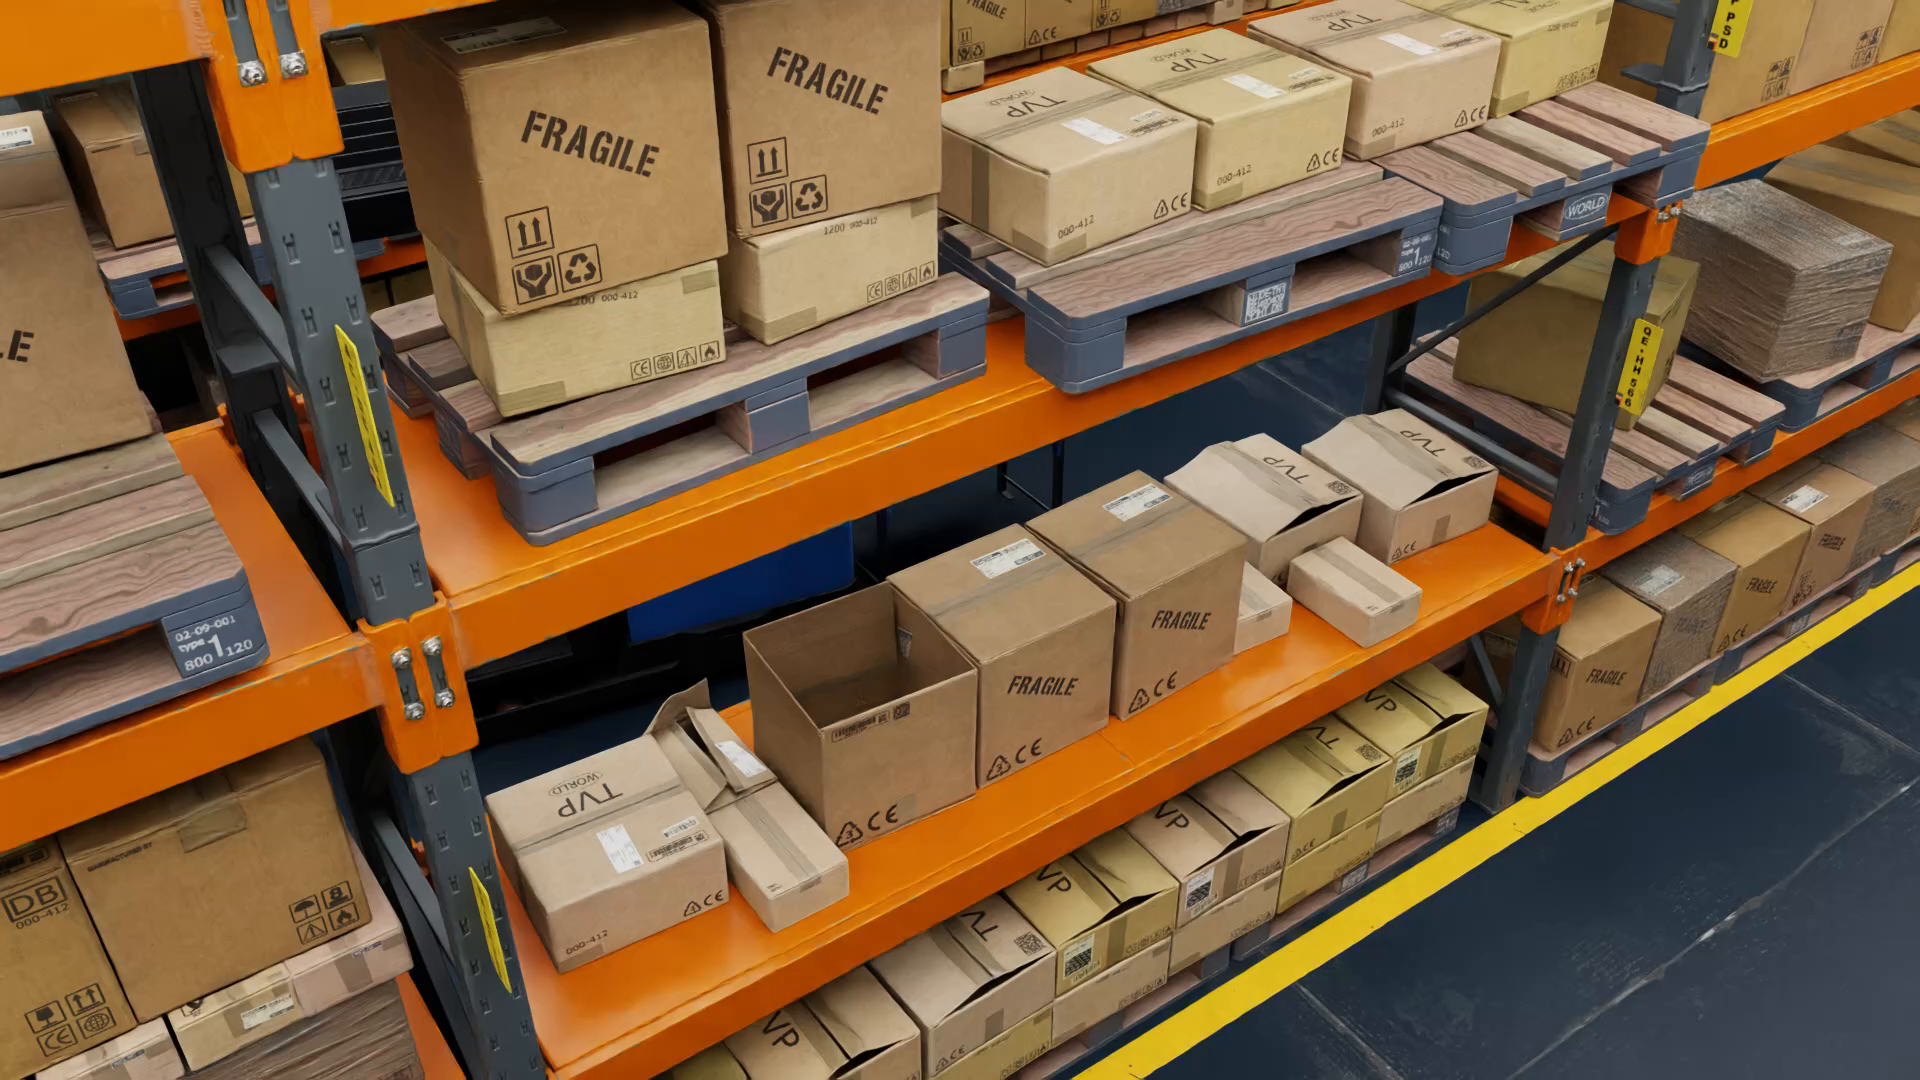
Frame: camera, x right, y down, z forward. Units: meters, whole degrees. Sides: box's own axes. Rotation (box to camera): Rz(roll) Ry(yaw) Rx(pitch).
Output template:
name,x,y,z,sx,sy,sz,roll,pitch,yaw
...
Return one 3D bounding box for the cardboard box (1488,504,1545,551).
name,x,y,z,sx,sy,sz,roll,pitch,yaw
cardboard box,2.542,0.047,7.379,0.500,0.500,0.500,-21,41,-26

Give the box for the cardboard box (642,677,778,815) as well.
name,x,y,z,sx,sy,sz,roll,pitch,yaw
cardboard box,-0.744,0.654,4.886,0.258,0.266,0.396,-23,42,-29

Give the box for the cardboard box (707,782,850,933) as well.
name,x,y,z,sx,sy,sz,roll,pitch,yaw
cardboard box,-0.515,0.885,4.666,0.250,0.149,0.380,-22,41,-28

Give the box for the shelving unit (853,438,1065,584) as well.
name,x,y,z,sx,sy,sz,roll,pitch,yaw
shelving unit,-0.070,-0.580,7.772,1.048,1.500,0.538,-22,41,-28

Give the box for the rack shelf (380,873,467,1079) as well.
name,x,y,z,sx,sy,sz,roll,pitch,yaw
rack shelf,-2.992,1.948,3.589,4.000,0.370,1.077,-22,41,-28

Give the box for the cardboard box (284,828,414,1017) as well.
name,x,y,z,sx,sy,sz,roll,pitch,yaw
cardboard box,-1.456,0.873,3.826,0.250,0.149,0.380,-22,41,-28

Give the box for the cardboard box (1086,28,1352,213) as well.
name,x,y,z,sx,sy,sz,roll,pitch,yaw
cardboard box,0.682,-1.138,4.463,0.500,0.250,0.500,-23,42,-29

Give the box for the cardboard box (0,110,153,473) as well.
name,x,y,z,sx,sy,sz,roll,pitch,yaw
cardboard box,-1.921,-0.459,3.185,0.500,0.500,0.500,-19,40,-24

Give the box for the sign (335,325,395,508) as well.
name,x,y,z,sx,sy,sz,roll,pitch,yaw
sign,-1.036,-0.212,2.897,0.005,0.325,0.100,-22,41,-28

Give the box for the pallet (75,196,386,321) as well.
name,x,y,z,sx,sy,sz,roll,pitch,yaw
pallet,-3.505,-1.490,7.916,1.213,0.211,1.003,-22,41,-28

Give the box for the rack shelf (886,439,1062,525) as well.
name,x,y,z,sx,sy,sz,roll,pitch,yaw
rack shelf,-0.070,-0.434,7.877,1.000,0.185,0.538,-22,41,-28

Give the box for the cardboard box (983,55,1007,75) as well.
name,x,y,z,sx,sy,sz,roll,pitch,yaw
cardboard box,0.070,-2.905,9.918,0.250,0.149,0.380,-23,42,-28

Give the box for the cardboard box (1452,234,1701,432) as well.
name,x,y,z,sx,sy,sz,roll,pitch,yaw
cardboard box,2.362,-0.839,6.402,0.700,0.500,0.500,23,41,28

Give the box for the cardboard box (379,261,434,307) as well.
name,x,y,z,sx,sy,sz,roll,pitch,yaw
cardboard box,-2.841,-1.430,8.791,0.500,0.250,0.500,-24,42,-29

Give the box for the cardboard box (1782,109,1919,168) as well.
name,x,y,z,sx,sy,sz,roll,pitch,yaw
cardboard box,4.140,-1.605,7.467,0.500,0.500,0.700,-16,39,-21

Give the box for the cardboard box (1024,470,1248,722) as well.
name,x,y,z,sx,sy,sz,roll,pitch,yaw
cardboard box,0.550,0.169,5.360,0.500,0.500,0.500,-25,42,-30

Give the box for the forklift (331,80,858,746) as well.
name,x,y,z,sx,sy,sz,roll,pitch,yaw
forklift,-2.025,-0.660,6.658,3.031,2.935,1.130,-15,38,-19

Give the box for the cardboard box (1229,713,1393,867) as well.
name,x,y,z,sx,sy,sz,roll,pitch,yaw
cardboard box,1.205,0.827,6.045,0.500,0.311,0.500,-23,42,-29

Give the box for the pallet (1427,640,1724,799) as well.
name,x,y,z,sx,sy,sz,roll,pitch,yaw
pallet,2.545,0.537,7.323,1.213,0.211,1.003,-22,41,-28

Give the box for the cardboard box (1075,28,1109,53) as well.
name,x,y,z,sx,sy,sz,roll,pitch,yaw
cardboard box,0.706,-3.153,10.263,0.250,0.149,0.380,-22,41,-28

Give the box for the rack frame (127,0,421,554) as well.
name,x,y,z,sx,sy,sz,roll,pitch,yaw
rack frame,-1.357,-1.452,2.562,0.127,3.000,1.000,-22,41,-28

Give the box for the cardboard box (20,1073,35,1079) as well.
name,x,y,z,sx,sy,sz,roll,pitch,yaw
cardboard box,-2.086,1.133,3.464,0.250,0.149,0.380,-22,41,-28

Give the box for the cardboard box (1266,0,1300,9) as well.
name,x,y,z,sx,sy,sz,roll,pitch,yaw
cardboard box,2.019,-3.632,10.929,0.250,0.149,0.380,-22,41,-27

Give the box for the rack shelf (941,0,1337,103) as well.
name,x,y,z,sx,sy,sz,roll,pitch,yaw
rack shelf,0.691,-3.106,10.616,4.000,0.370,1.077,-22,41,-28

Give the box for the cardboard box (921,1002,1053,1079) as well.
name,x,y,z,sx,sy,sz,roll,pitch,yaw
cardboard box,-0.044,1.565,5.501,0.500,0.250,0.500,-24,42,-29

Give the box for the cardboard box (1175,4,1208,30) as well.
name,x,y,z,sx,sy,sz,roll,pitch,yaw
cardboard box,1.362,-3.399,10.605,0.250,0.149,0.380,-22,41,-28

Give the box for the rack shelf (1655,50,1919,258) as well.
name,x,y,z,sx,sy,sz,roll,pitch,yaw
rack shelf,3.547,-1.961,6.454,4.000,0.370,1.077,-22,41,-28

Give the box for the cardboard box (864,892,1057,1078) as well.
name,x,y,z,sx,sy,sz,roll,pitch,yaw
cardboard box,-0.041,1.341,5.332,0.500,0.311,0.500,-24,42,-29

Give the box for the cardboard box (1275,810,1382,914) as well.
name,x,y,z,sx,sy,sz,roll,pitch,yaw
cardboard box,1.204,1.052,6.214,0.500,0.250,0.500,-23,42,-28

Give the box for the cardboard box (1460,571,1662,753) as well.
name,x,y,z,sx,sy,sz,roll,pitch,yaw
cardboard box,2.449,0.457,6.809,0.500,0.500,0.500,-21,41,-26

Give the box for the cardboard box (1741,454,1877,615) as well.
name,x,y,z,sx,sy,sz,roll,pitch,yaw
cardboard box,3.710,-0.066,7.537,0.500,0.500,0.500,-24,42,-29

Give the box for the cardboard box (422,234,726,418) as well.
name,x,y,z,sx,sy,sz,roll,pitch,yaw
cardboard box,-0.848,-0.547,3.641,0.500,0.250,0.500,-18,39,-23

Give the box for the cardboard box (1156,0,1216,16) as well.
name,x,y,z,sx,sy,sz,roll,pitch,yaw
cardboard box,1.266,-3.623,10.361,0.500,0.500,0.500,-22,41,-28

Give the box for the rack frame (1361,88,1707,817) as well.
name,x,y,z,sx,sy,sz,roll,pitch,yaw
rack frame,1.912,-0.362,6.185,0.127,3.000,1.000,-22,41,-28

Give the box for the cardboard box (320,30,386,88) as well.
name,x,y,z,sx,sy,sz,roll,pitch,yaw
cardboard box,-2.797,-2.175,8.243,0.500,0.500,0.700,-17,39,-22

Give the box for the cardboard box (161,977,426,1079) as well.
name,x,y,z,sx,sy,sz,roll,pitch,yaw
cardboard box,-1.716,1.095,4.073,0.500,0.500,0.700,-24,42,-29

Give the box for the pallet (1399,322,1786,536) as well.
name,x,y,z,sx,sy,sz,roll,pitch,yaw
pallet,2.426,-0.546,6.604,1.003,0.211,1.213,-22,41,-28

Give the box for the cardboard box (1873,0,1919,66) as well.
name,x,y,z,sx,sy,sz,roll,pitch,yaw
cardboard box,3.092,-2.130,5.988,0.500,0.500,0.910,-22,41,-28

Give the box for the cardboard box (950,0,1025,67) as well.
name,x,y,z,sx,sy,sz,roll,pitch,yaw
cardboard box,0.034,-3.108,9.644,0.500,0.500,0.500,-21,41,-26

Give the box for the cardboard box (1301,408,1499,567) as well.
name,x,y,z,sx,sy,sz,roll,pitch,yaw
cardboard box,1.590,-0.225,6.070,0.500,0.311,0.500,-20,40,-25

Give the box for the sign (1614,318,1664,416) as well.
name,x,y,z,sx,sy,sz,roll,pitch,yaw
sign,2.235,-0.569,5.480,0.005,0.325,0.100,-22,41,-28

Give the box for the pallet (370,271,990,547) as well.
name,x,y,z,sx,sy,sz,roll,pitch,yaw
pallet,-0.644,-0.460,3.915,1.217,0.209,0.805,-24,42,-30
